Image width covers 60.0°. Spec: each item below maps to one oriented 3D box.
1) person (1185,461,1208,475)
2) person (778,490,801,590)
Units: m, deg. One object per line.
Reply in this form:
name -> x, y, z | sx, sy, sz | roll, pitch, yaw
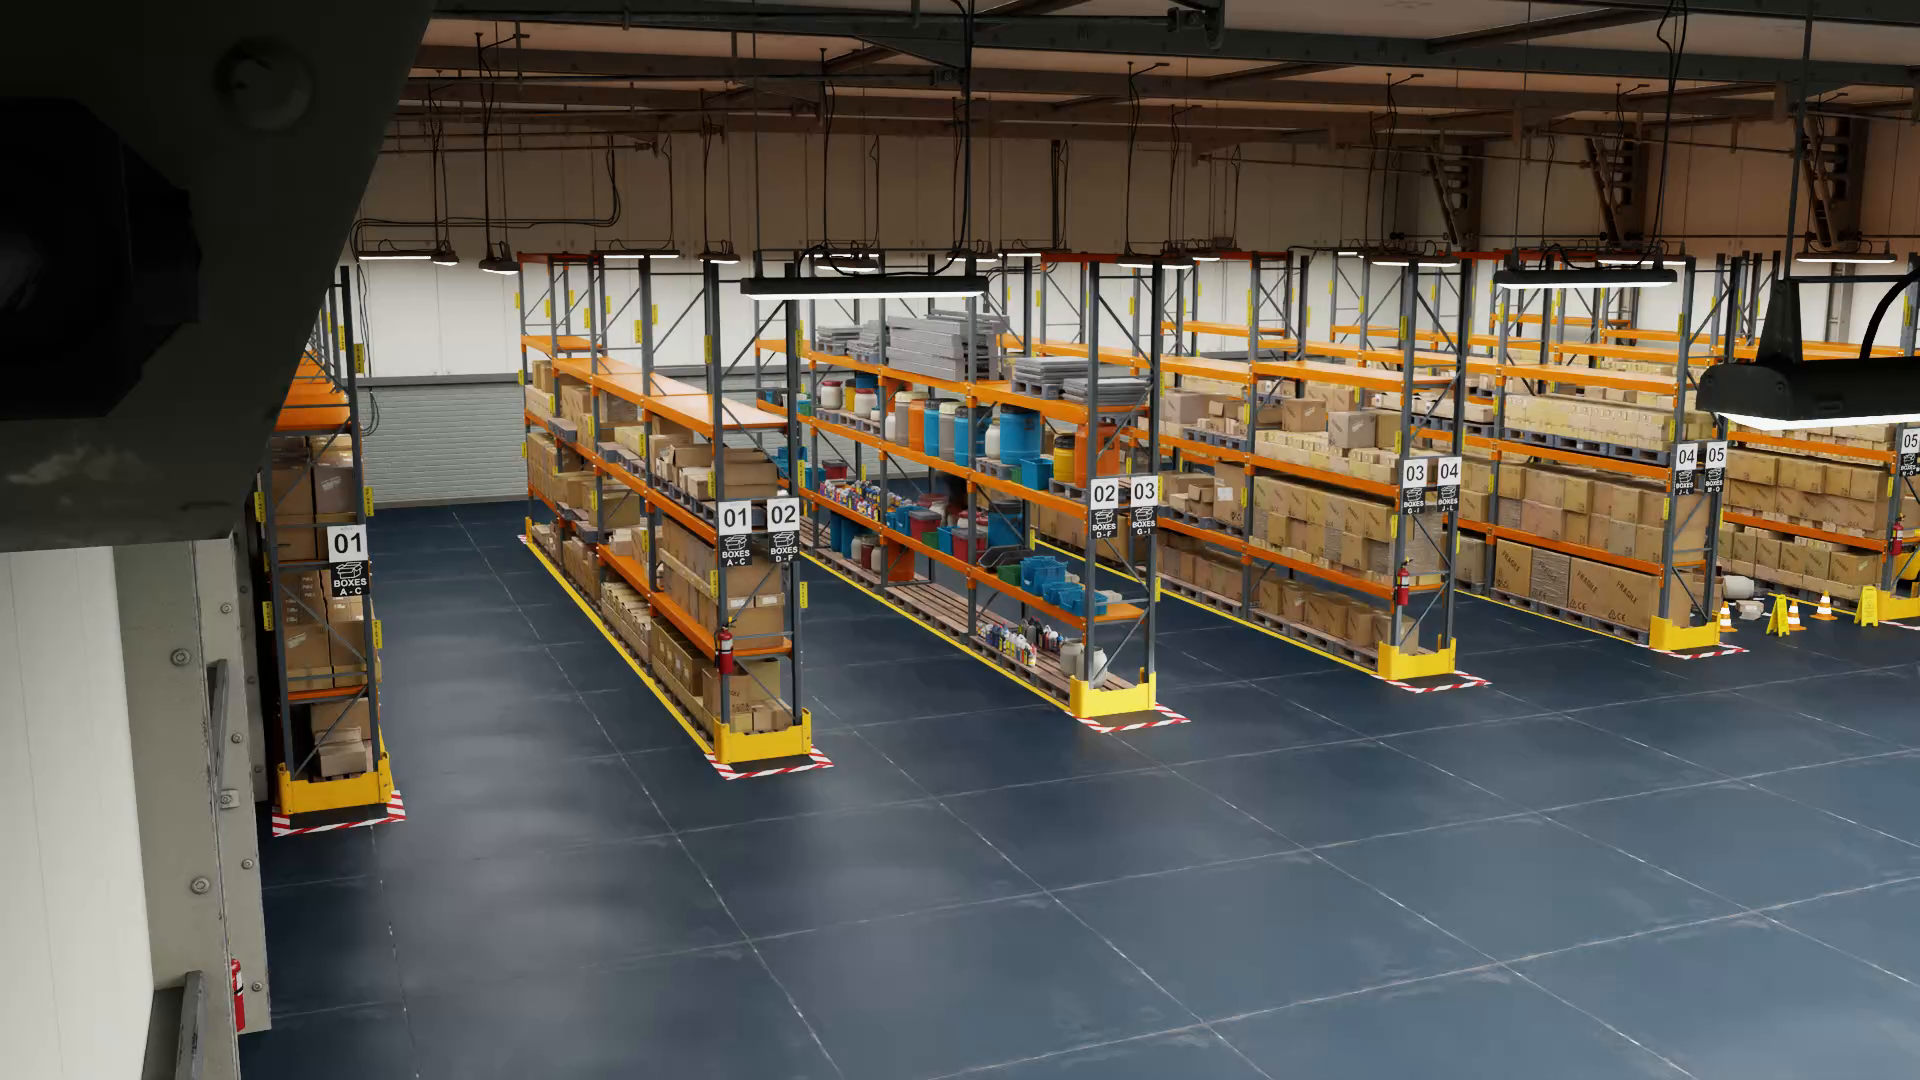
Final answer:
person -> 5.917, -2.124, 42.051 | 0.890, 1.685, 0.641 | -5, 12, -26
person -> -3.024, -0.004, 28.689 | 0.659, 1.731, 0.585 | -8, 13, -37
